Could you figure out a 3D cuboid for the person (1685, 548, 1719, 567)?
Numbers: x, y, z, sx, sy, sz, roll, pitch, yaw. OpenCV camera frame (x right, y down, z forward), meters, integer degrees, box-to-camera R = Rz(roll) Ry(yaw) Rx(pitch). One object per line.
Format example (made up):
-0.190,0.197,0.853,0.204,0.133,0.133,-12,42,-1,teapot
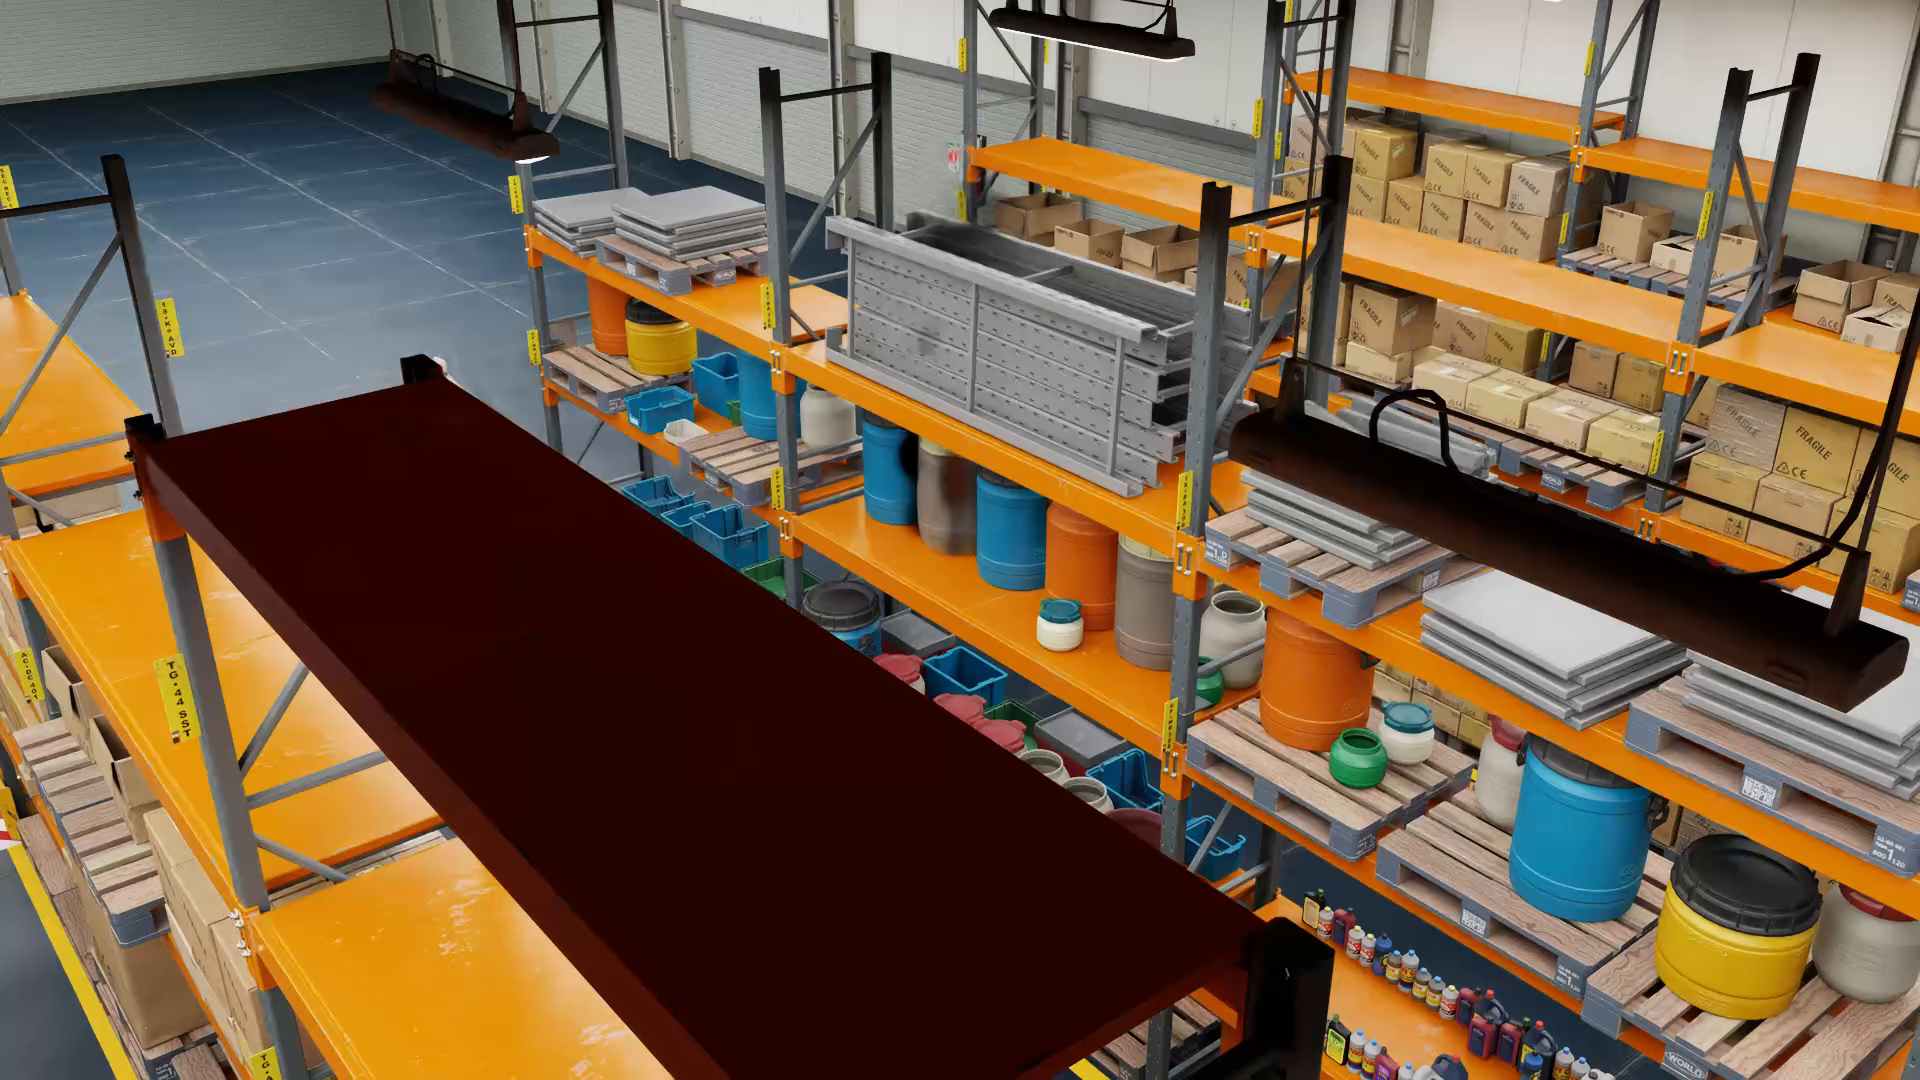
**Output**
6.543,0.731,14.873,0.814,1.733,0.672,22,34,38,person

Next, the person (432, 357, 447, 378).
-5.774,-1.218,18.723,0.991,1.776,0.677,-9,27,-19,person
